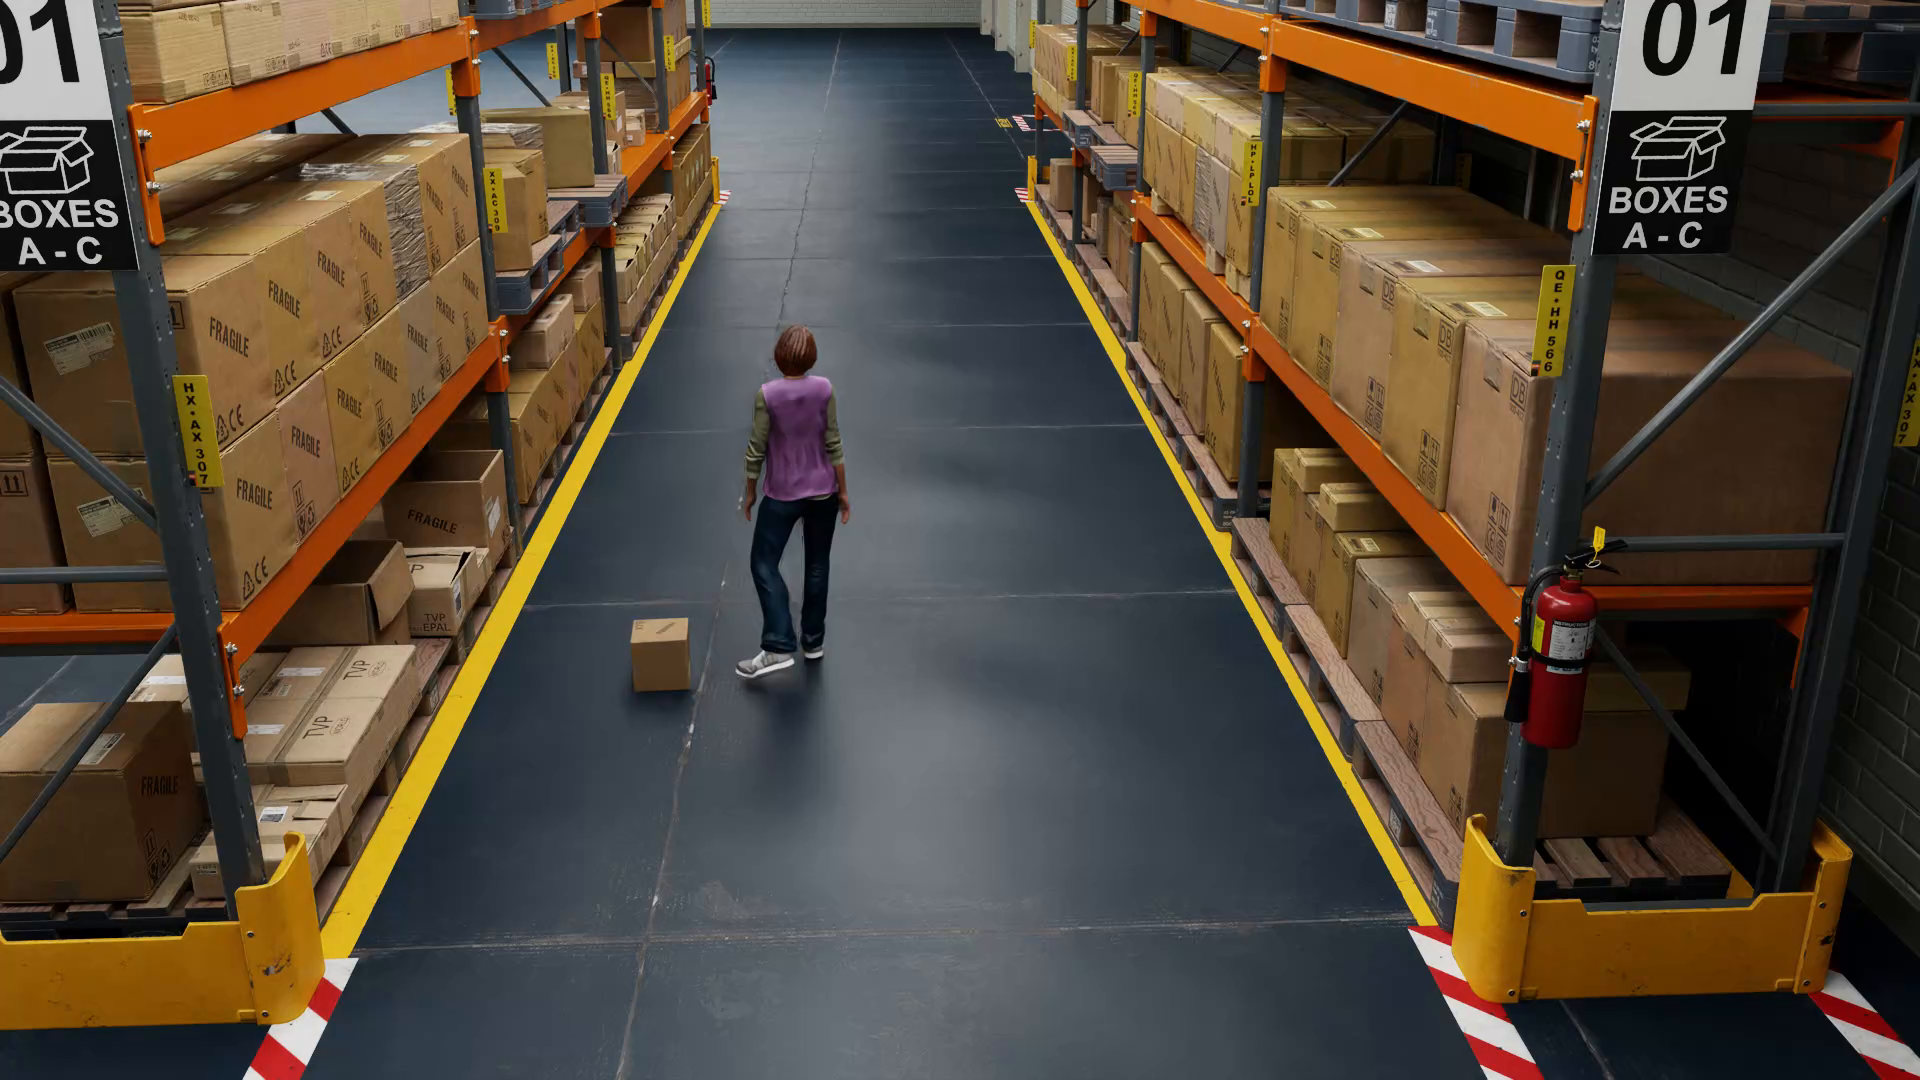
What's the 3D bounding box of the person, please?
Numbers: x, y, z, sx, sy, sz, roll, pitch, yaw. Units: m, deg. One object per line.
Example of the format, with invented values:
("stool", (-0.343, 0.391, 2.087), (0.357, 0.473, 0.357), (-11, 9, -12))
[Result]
("person", (-0.795, -0.168, 7.537), (0.602, 1.587, 0.467), (-9, 23, -23))
